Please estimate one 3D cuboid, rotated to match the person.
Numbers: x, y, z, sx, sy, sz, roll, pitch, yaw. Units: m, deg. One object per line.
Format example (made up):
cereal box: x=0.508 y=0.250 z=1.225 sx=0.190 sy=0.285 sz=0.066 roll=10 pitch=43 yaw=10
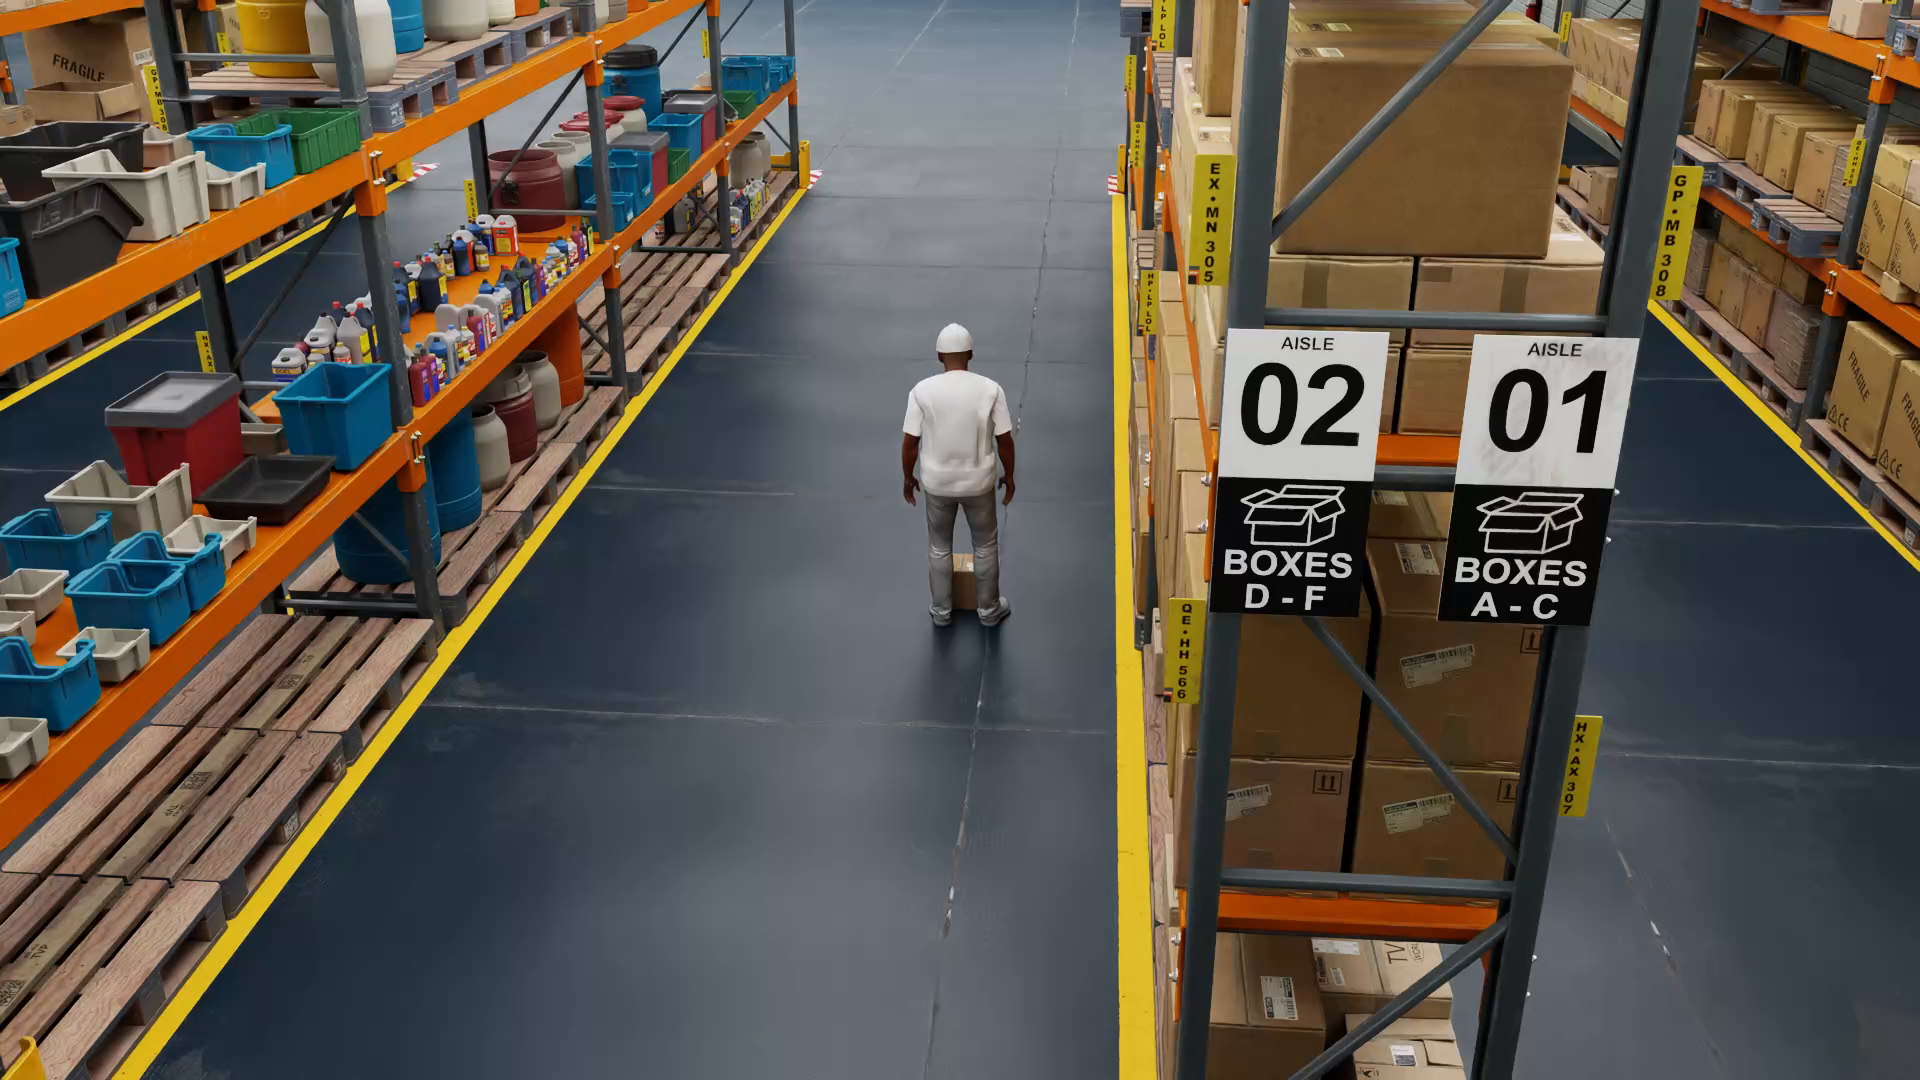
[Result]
person: x=-0.006 y=-0.348 z=9.350 sx=0.635 sy=1.760 sz=0.458 roll=1 pitch=24 yaw=2
